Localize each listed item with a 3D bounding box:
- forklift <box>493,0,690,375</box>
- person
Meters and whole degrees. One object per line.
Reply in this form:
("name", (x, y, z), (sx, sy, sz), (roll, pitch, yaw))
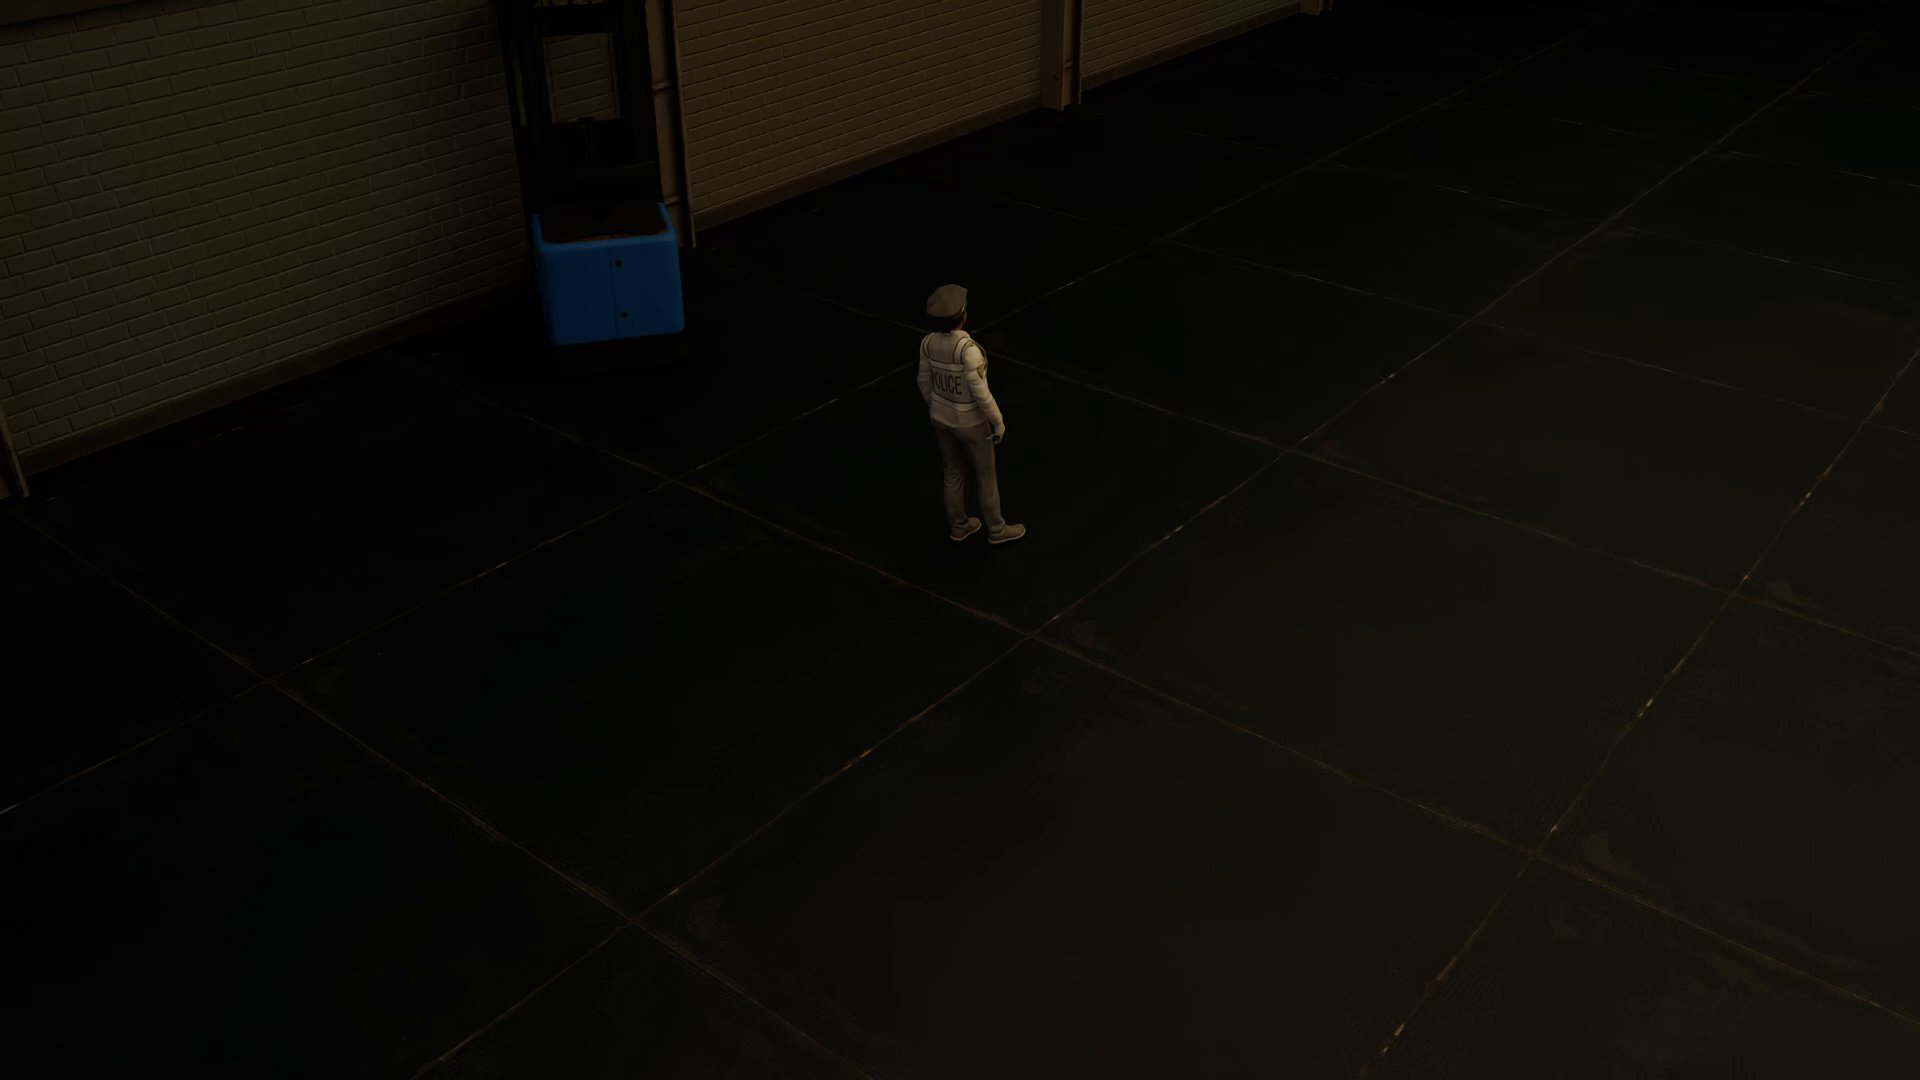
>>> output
("forklift", (-2.973, -3.233, 13.128), (1.130, 2.935, 3.031), (-8, 31, -14))
("person", (0.049, -0.763, 10.112), (0.586, 1.694, 0.530), (22, 37, 33))
